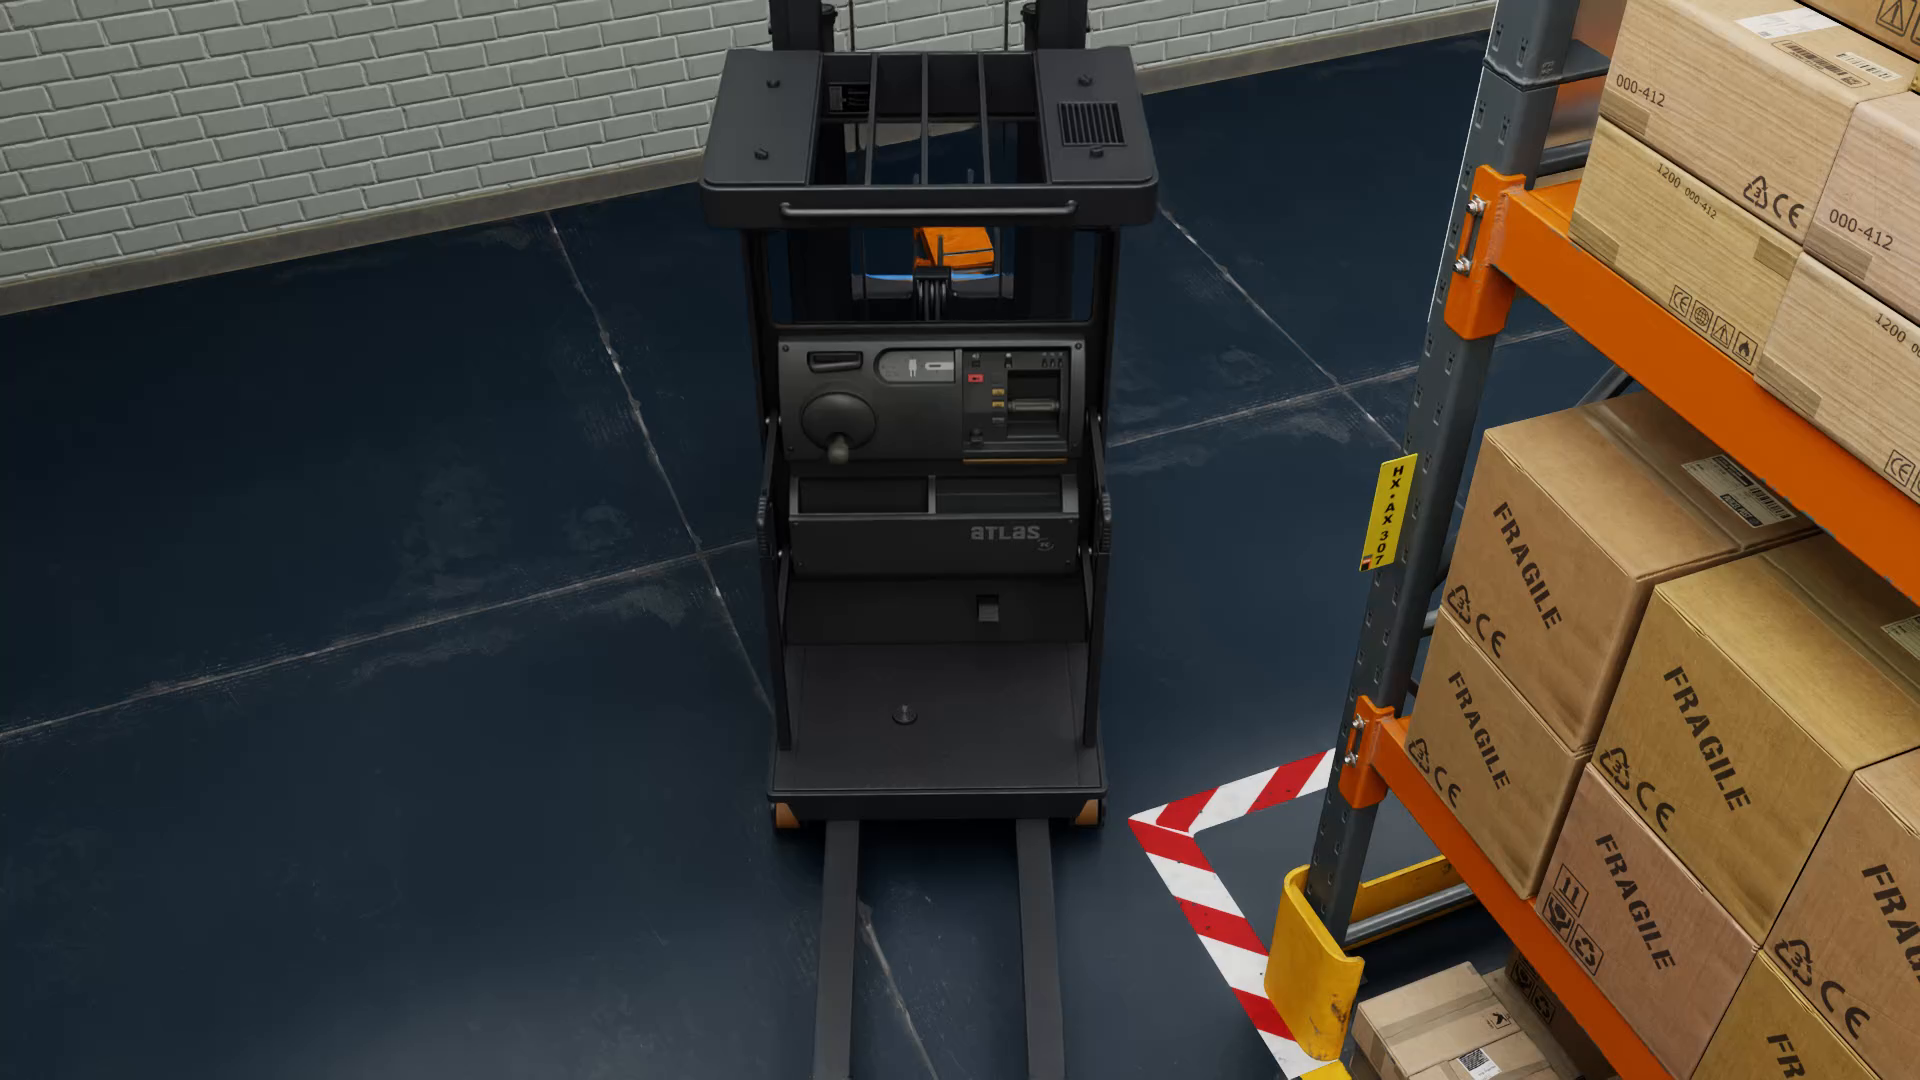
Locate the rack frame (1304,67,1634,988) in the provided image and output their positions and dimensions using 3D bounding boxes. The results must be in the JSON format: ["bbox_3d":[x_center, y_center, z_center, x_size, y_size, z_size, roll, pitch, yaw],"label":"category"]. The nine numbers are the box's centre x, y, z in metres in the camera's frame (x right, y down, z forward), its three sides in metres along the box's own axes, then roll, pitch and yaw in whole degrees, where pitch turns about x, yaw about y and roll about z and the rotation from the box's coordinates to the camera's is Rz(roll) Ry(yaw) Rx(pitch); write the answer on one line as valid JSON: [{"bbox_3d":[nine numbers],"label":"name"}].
[{"bbox_3d":[1.496,0.132,4.296,1.000,3.000,0.127,-15,43,-17],"label":"rack frame"}]

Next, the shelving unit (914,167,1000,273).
[{"bbox_3d":[-0.016,-0.860,6.830,0.258,1.200,0.503,-8,41,-9],"label":"shelving unit"}]

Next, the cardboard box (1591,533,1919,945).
[{"bbox_3d":[1.629,0.361,3.186,0.500,0.500,0.500,-15,43,-16],"label":"cardboard box"}]

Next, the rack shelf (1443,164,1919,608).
[{"bbox_3d":[2.261,0.472,2.151,1.077,0.370,4.000,-15,43,-17],"label":"rack shelf"}]

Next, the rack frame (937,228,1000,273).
[{"bbox_3d":[0.032,-0.704,6.649,0.240,1.200,0.015,-8,41,-9],"label":"rack frame"}]

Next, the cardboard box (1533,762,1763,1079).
[{"bbox_3d":[1.625,0.737,3.516,0.500,0.500,0.500,-16,43,-17],"label":"cardboard box"}]

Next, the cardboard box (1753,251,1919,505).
[{"bbox_3d":[1.637,-0.271,2.579,0.500,0.250,0.500,-15,43,-17],"label":"cardboard box"}]

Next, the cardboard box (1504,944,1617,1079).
[{"bbox_3d":[1.932,1.179,4.658,0.500,0.500,0.500,-15,43,-17],"label":"cardboard box"}]

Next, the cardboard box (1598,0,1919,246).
[{"bbox_3d":[1.452,-0.763,2.768,0.500,0.250,0.500,-15,43,-17],"label":"cardboard box"}]

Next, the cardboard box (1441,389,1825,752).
[{"bbox_3d":[1.422,0.048,3.550,0.500,0.500,0.500,-14,43,-16],"label":"cardboard box"}]

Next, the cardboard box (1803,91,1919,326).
[{"bbox_3d":[1.637,-0.460,2.416,0.500,0.250,0.500,-15,43,-17],"label":"cardboard box"}]

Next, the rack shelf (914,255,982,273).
[{"bbox_3d":[-0.016,-0.979,6.728,0.258,0.148,0.480,-8,41,-9],"label":"rack shelf"}]

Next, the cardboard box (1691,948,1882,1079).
[{"bbox_3d":[1.814,1.040,3.163,0.500,0.500,0.500,-15,43,-17],"label":"cardboard box"}]

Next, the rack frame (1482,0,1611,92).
[{"bbox_3d":[1.496,-2.142,2.340,1.000,3.000,0.127,-15,43,-17],"label":"rack frame"}]

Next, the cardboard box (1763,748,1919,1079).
[{"bbox_3d":[1.816,0.664,2.834,0.500,0.500,0.500,-15,43,-16],"label":"cardboard box"}]

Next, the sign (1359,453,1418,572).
[{"bbox_3d":[0.995,-0.061,3.856,0.100,0.325,0.005,-15,43,-17],"label":"sign"}]

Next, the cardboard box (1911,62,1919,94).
[{"bbox_3d":[1.821,-0.794,2.229,0.700,0.500,0.500,-15,43,-17],"label":"cardboard box"}]

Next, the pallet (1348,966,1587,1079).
[{"bbox_3d":[1.831,1.715,4.594,1.003,0.211,1.213,-15,43,-17],"label":"pallet"}]

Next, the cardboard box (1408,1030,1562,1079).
[{"bbox_3d":[1.434,1.528,4.508,0.380,0.166,0.250,-15,43,-17],"label":"cardboard box"}]

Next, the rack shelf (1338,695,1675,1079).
[{"bbox_3d":[2.261,1.610,3.129,1.077,0.370,4.000,-15,43,-17],"label":"rack shelf"}]

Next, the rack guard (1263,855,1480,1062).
[{"bbox_3d":[1.525,1.126,5.057,1.175,0.500,0.348,-15,43,-17],"label":"rack guard"}]

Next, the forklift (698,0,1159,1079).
[{"bbox_3d":[-0.079,-0.347,4.906,1.130,2.935,3.031,-1,41,-1],"label":"forklift"}]

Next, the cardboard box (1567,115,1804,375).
[{"bbox_3d":[1.458,-0.575,2.933,0.500,0.250,0.500,-15,43,-17],"label":"cardboard box"}]

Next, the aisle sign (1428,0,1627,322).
[{"bbox_3d":[1.199,-0.821,3.411,0.394,0.787,0.004,-15,43,-17],"label":"aisle sign"}]

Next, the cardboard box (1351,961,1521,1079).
[{"bbox_3d":[1.339,1.384,4.689,0.380,0.149,0.250,-15,43,-17],"label":"cardboard box"}]

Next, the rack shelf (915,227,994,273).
[{"bbox_3d":[-0.016,-1.158,6.574,0.258,0.148,0.480,-8,41,-9],"label":"rack shelf"}]

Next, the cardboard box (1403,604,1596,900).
[{"bbox_3d":[1.422,0.427,3.876,0.500,0.500,0.500,-14,43,-16],"label":"cardboard box"}]

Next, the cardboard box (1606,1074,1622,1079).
[{"bbox_3d":[1.633,1.707,4.235,0.500,0.250,0.500,-15,43,-17],"label":"cardboard box"}]

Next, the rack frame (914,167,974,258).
[{"bbox_3d":[-0.065,-1.016,7.011,0.240,1.200,0.015,-8,41,-9],"label":"rack frame"}]
